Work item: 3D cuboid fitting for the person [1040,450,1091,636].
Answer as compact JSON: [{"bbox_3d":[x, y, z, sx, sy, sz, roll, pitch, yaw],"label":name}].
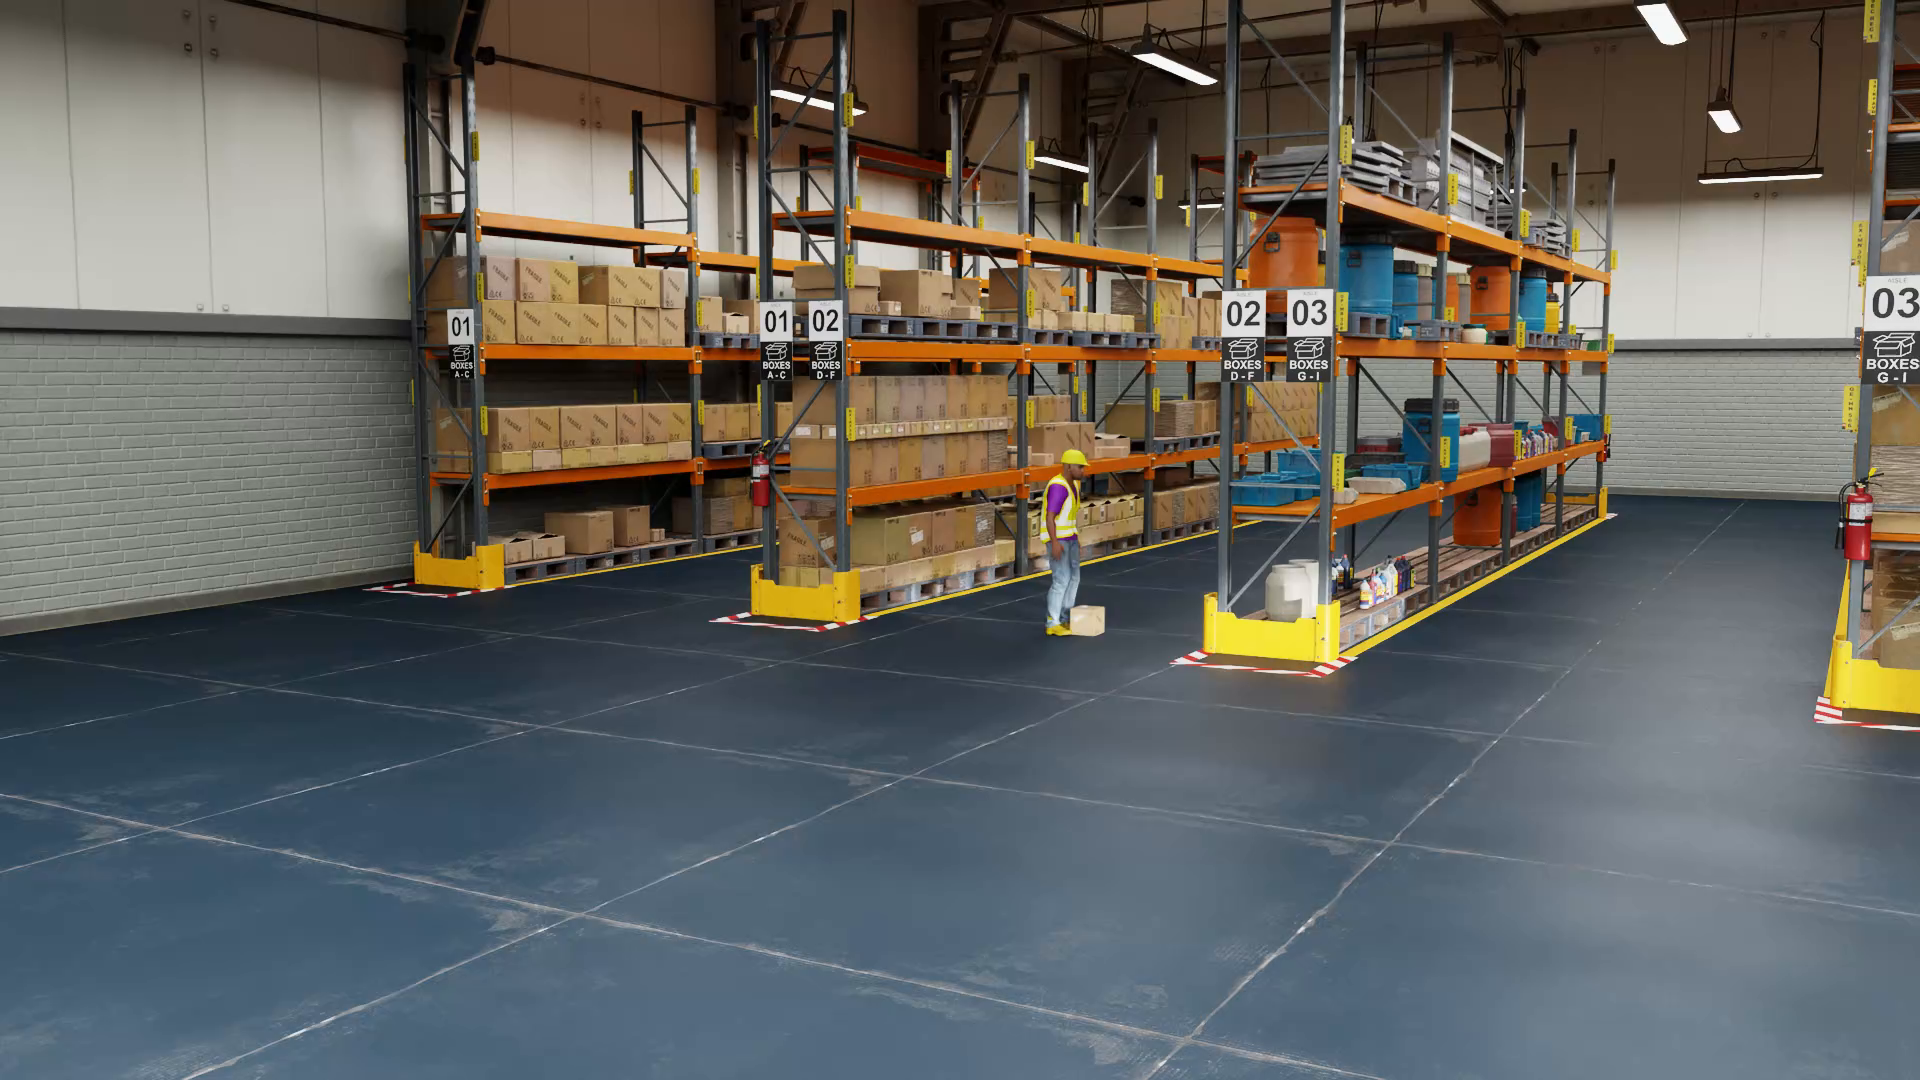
[{"bbox_3d":[1.012,0.012,15.943,0.460,1.759,0.629,3,7,25],"label":"person"}]
